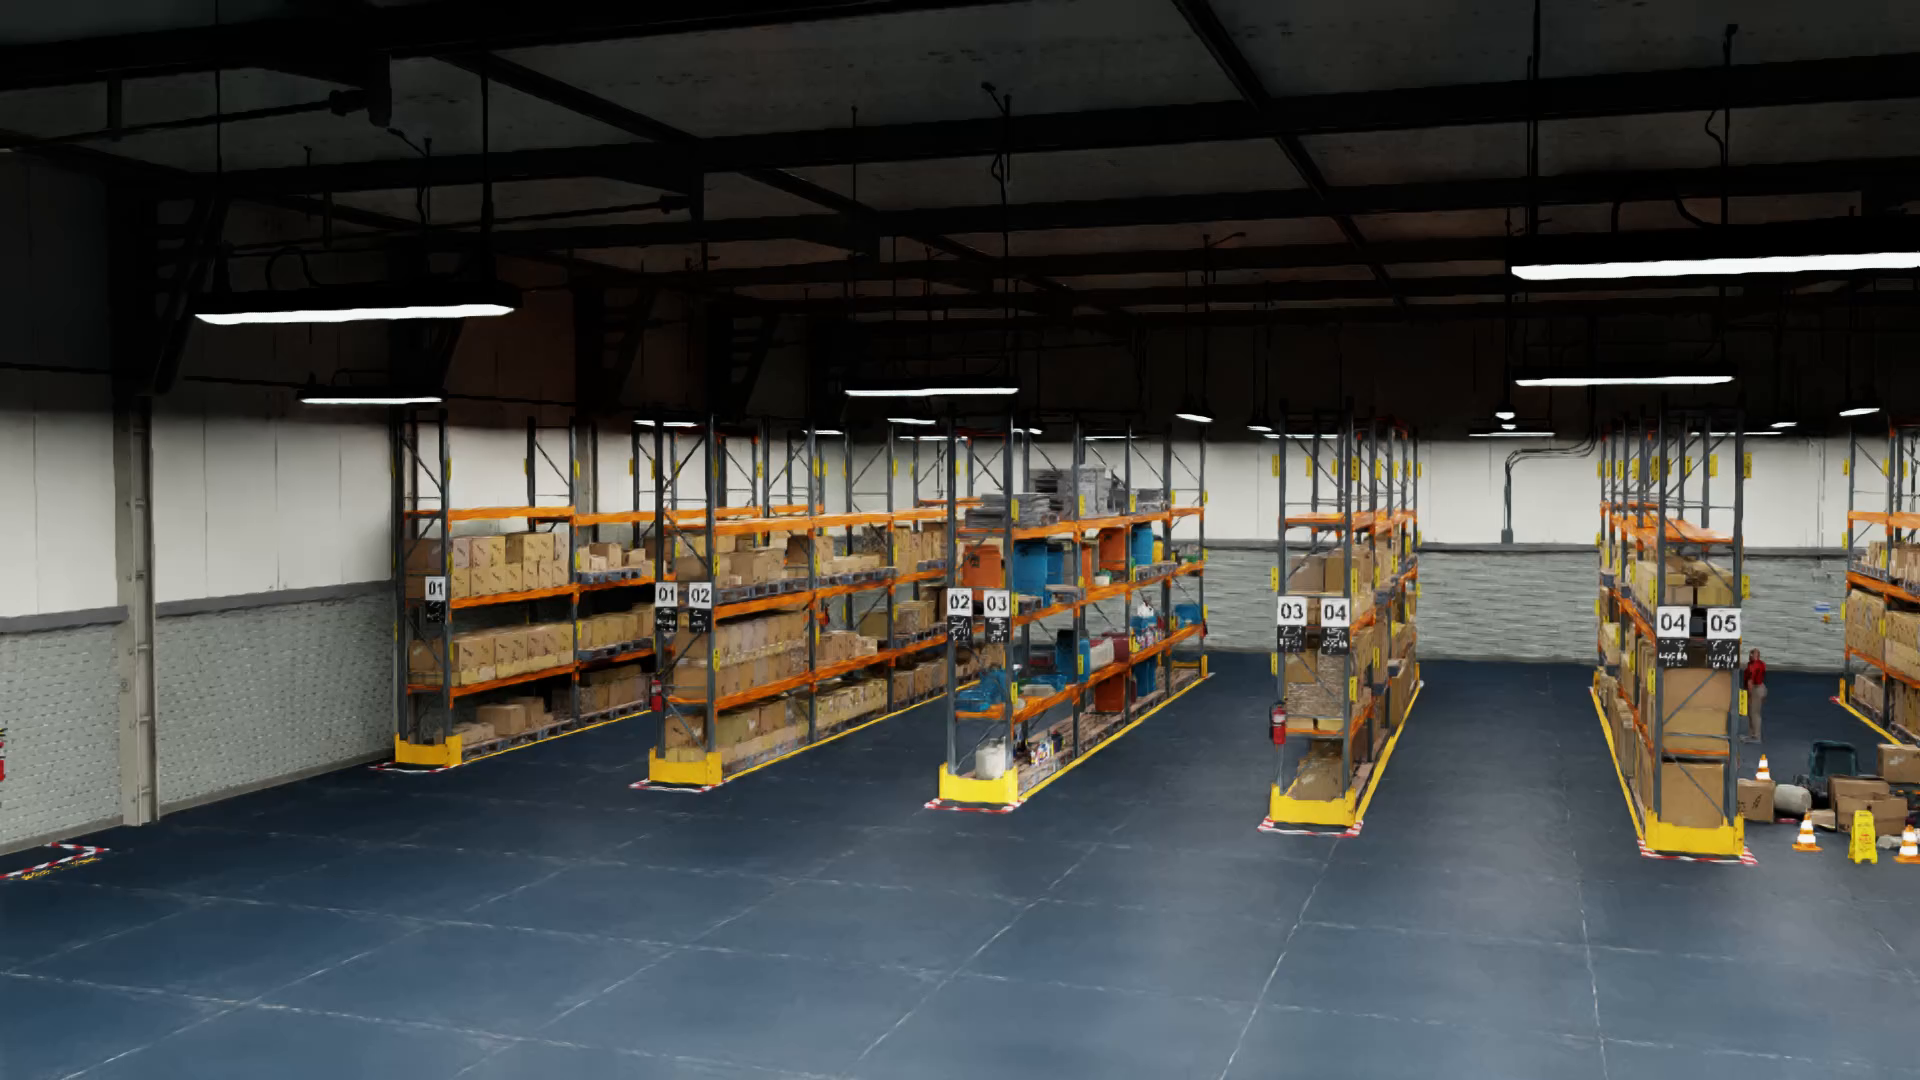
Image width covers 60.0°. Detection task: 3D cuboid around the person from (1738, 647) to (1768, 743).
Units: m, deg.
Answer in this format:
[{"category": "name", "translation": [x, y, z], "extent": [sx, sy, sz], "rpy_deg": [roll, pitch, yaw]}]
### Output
[{"category": "person", "translation": [14.469, 2.829, 30.389], "extent": [0.588, 1.723, 0.498], "rpy_deg": [-2, 3, -42]}]

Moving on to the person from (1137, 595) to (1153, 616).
[{"category": "person", "translation": [4.855, 2.281, 44.154], "extent": [0.526, 1.669, 0.525], "rpy_deg": [-1, 3, -18]}]
